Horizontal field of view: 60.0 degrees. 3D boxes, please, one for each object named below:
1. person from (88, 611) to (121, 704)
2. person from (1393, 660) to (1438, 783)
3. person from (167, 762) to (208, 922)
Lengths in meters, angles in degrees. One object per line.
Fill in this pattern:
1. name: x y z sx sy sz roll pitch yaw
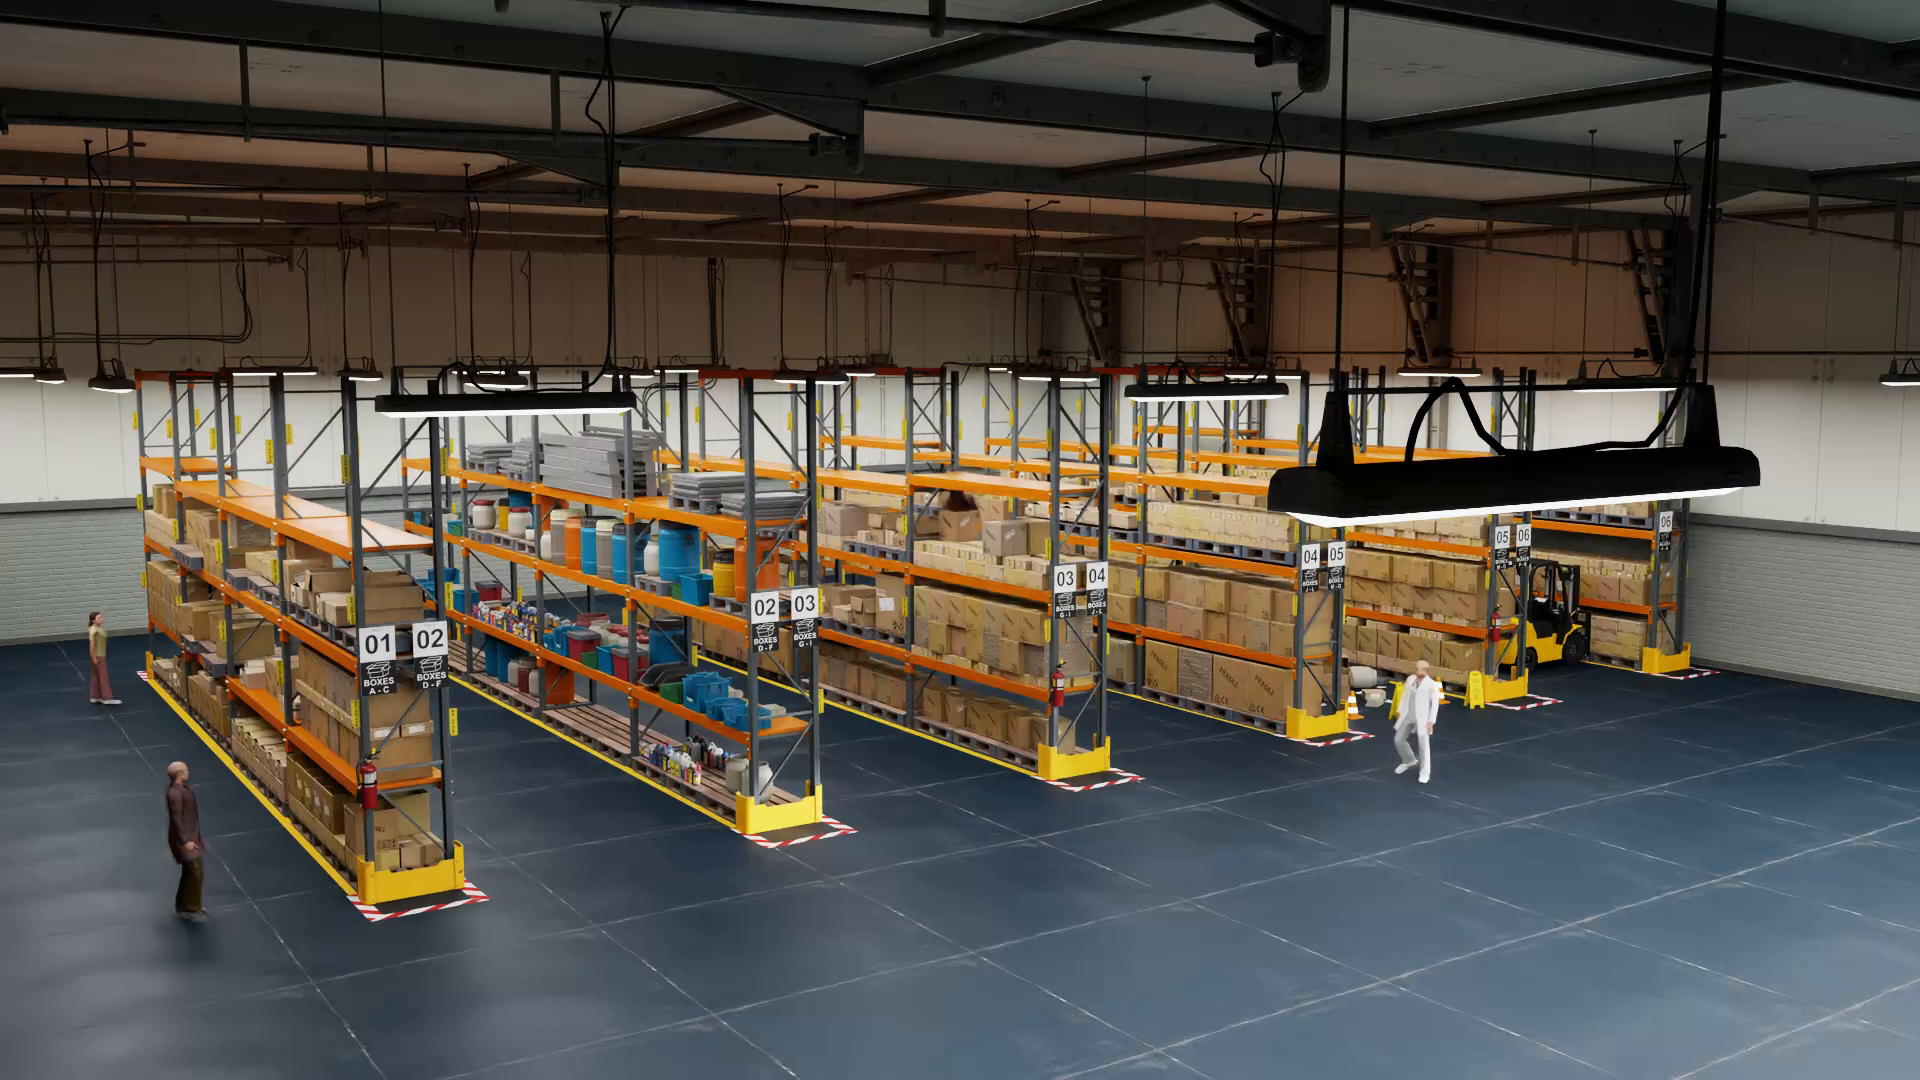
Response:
1. person: -15.460 2.119 30.004 0.511 1.686 0.475 -3 7 -24
2. person: 6.764 2.655 24.672 0.660 1.779 0.566 5 8 38
3. person: -8.662 3.386 18.690 0.491 1.837 0.612 -1 7 -8
